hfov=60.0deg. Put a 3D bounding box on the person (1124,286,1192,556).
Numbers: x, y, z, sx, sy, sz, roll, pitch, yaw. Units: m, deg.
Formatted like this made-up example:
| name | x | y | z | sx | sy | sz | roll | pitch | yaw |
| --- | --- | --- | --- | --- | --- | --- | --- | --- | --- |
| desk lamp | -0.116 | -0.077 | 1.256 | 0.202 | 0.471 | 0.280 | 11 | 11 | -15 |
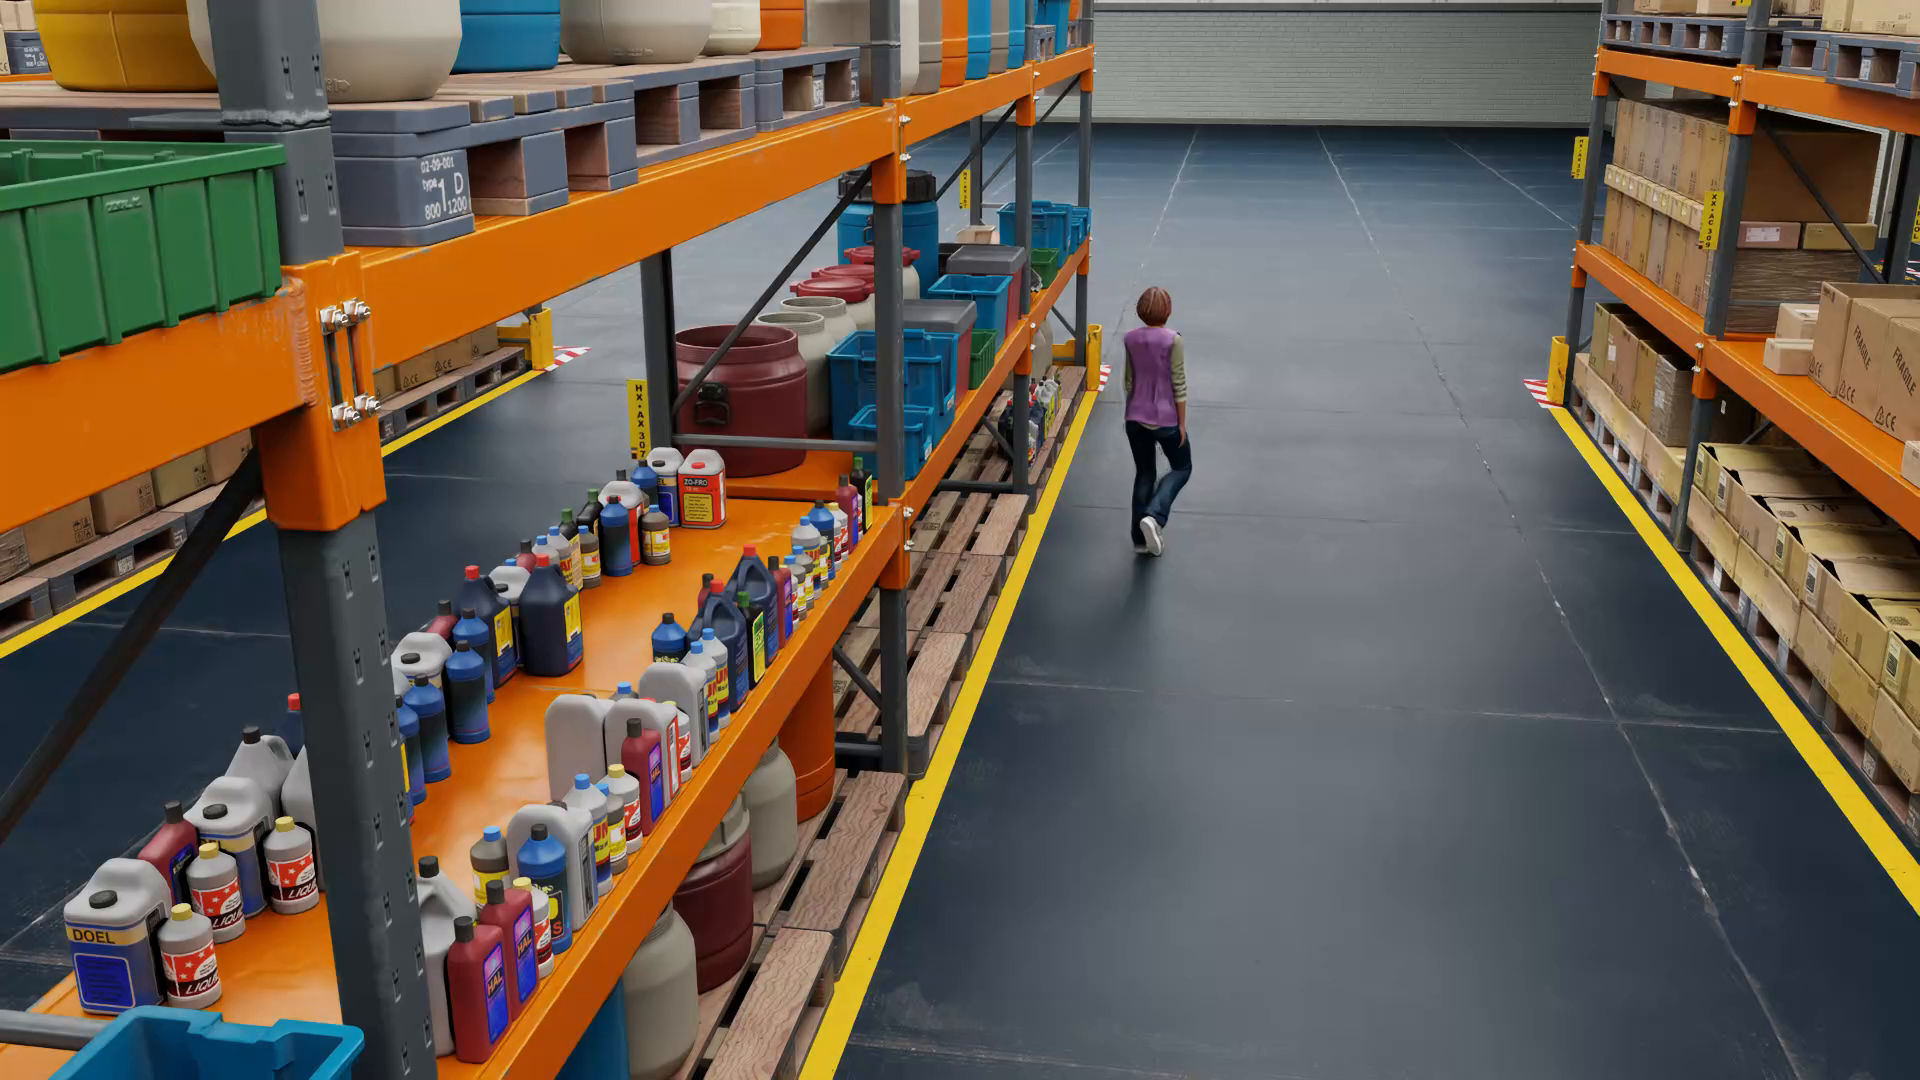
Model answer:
| name | x | y | z | sx | sy | sz | roll | pitch | yaw |
| --- | --- | --- | --- | --- | --- | --- | --- | --- | --- |
| person | 1.119 | -0.667 | 9.675 | 0.407 | 1.580 | 0.466 | 11 | 21 | 31 |
